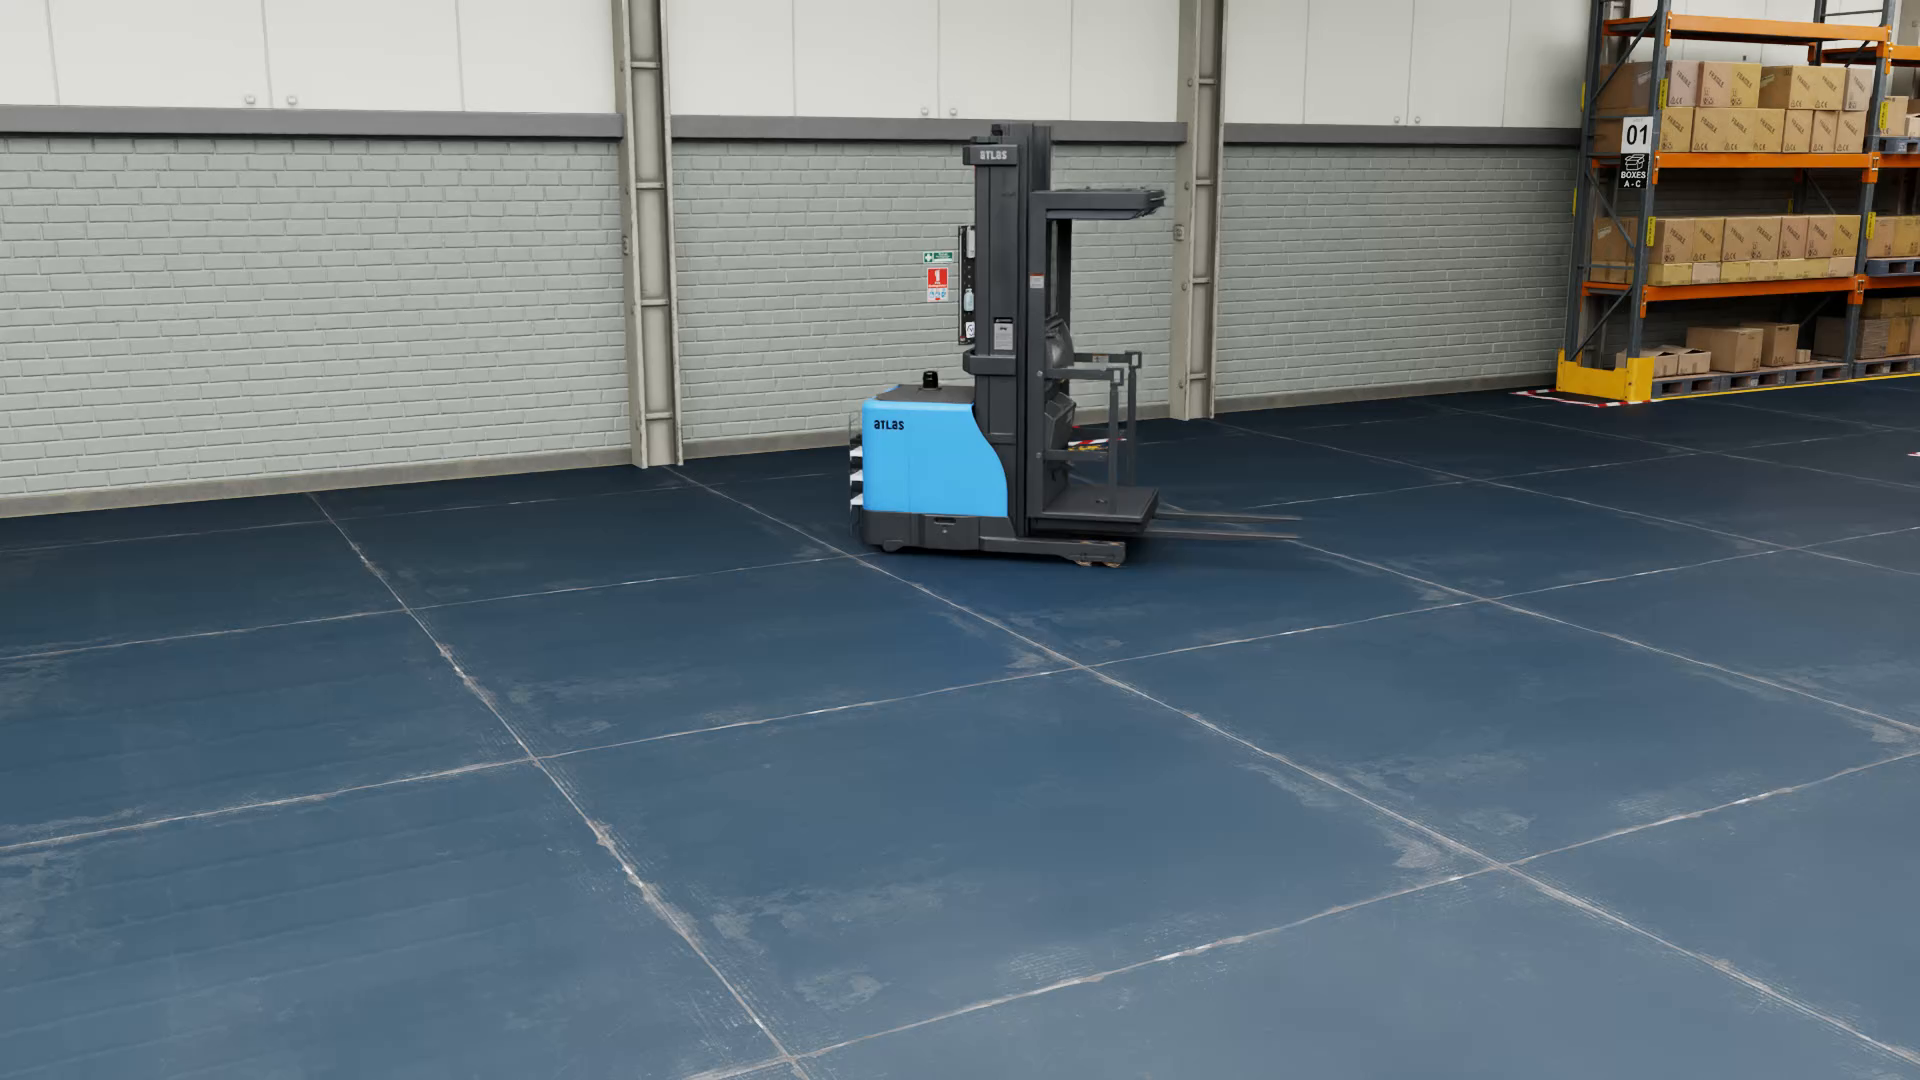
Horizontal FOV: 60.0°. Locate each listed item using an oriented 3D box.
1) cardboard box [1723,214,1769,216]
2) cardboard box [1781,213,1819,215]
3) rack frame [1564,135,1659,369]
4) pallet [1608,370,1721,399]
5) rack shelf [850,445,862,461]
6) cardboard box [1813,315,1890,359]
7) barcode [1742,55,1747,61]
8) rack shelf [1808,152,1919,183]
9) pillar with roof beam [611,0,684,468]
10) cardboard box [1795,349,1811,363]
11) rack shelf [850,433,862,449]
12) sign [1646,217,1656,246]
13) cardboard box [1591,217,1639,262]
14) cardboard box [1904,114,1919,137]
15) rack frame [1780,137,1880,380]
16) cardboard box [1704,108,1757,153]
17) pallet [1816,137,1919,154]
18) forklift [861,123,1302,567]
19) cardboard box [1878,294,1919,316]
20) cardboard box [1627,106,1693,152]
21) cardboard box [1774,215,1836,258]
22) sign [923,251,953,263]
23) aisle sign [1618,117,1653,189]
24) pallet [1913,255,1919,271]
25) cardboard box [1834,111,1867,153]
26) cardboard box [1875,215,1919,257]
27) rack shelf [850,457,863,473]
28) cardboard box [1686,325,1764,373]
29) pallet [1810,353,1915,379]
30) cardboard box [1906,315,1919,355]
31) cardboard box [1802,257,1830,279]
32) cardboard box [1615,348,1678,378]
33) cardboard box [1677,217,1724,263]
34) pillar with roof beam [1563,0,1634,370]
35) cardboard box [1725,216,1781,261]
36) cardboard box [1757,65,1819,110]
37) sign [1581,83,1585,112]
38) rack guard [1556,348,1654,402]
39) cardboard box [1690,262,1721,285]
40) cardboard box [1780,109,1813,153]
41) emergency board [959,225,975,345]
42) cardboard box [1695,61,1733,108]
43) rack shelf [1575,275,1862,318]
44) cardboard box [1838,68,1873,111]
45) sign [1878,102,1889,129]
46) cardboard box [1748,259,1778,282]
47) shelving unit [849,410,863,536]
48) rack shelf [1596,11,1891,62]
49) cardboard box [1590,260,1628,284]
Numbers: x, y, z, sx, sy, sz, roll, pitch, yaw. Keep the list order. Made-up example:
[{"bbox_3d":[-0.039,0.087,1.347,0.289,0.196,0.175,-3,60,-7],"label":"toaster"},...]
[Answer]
[{"bbox_3d":[9.671,-3.789,20.703,0.500,0.500,0.500,-6,14,-26],"label":"cardboard box"},{"bbox_3d":[10.567,-3.894,21.170,0.500,0.500,0.500,-7,15,-29],"label":"cardboard box"},{"bbox_3d":[7.568,-3.180,19.409,0.127,3.000,1.000,-7,14,-28],"label":"rack frame"},{"bbox_3d":[8.365,-1.907,20.100,1.213,0.211,1.003,-7,14,-28],"label":"pallet"},{"bbox_3d":[-0.677,-0.634,12.208,0.200,0.077,0.258,3,13,12],"label":"rack shelf"},{"bbox_3d":[11.717,-2.677,21.863,0.500,0.500,0.700,-6,14,-26],"label":"cardboard box"},{"bbox_3d":[9.653,-5.928,20.459,0.075,0.075,0.001,-7,14,-28],"label":"barcode"},{"bbox_3d":[12.835,-4.924,21.963,4.000,0.370,1.077,-7,14,-28],"label":"rack shelf"},{"bbox_3d":[-0.702,-4.255,10.522,0.400,9.000,9.100,-7,14,-28],"label":"pillar with roof beam"},{"bbox_3d":[10.624,-2.371,21.266,0.250,0.166,0.380,-9,16,-35],"label":"cardboard box"},{"bbox_3d":[-0.677,-0.722,12.188,0.200,0.077,0.258,3,13,12],"label":"rack shelf"},{"bbox_3d":[7.828,-3.498,18.849,0.005,0.325,0.100,-7,14,-28],"label":"sign"},{"bbox_3d":[7.880,-3.573,19.743,0.500,0.500,0.500,-7,14,-28],"label":"cardboard box"},{"bbox_3d":[12.138,-5.333,21.388,0.500,0.311,0.500,-6,14,-26],"label":"cardboard box"},{"bbox_3d":[11.079,-3.601,21.279,0.127,3.000,1.000,-7,14,-28],"label":"rack frame"},{"bbox_3d":[8.924,-4.794,19.475,0.500,0.500,0.500,-6,14,-25],"label":"cardboard box"},{"bbox_3d":[11.672,-5.017,21.167,1.003,0.211,1.213,-7,14,-28],"label":"pallet"},{"bbox_3d":[0.877,-1.372,11.531,3.031,2.935,1.130,3,13,13],"label":"forklift"},{"bbox_3d":[12.557,-3.145,22.236,0.500,0.250,0.500,-7,15,-29],"label":"cardboard box"},{"bbox_3d":[7.982,-4.689,19.009,0.500,0.500,0.500,-6,14,-26],"label":"cardboard box"},{"bbox_3d":[10.377,-3.741,20.487,0.500,0.500,0.500,-7,14,-28],"label":"cardboard box"},{"bbox_3d":[-0.212,-2.773,16.312,0.331,0.109,0.001,-7,14,-28],"label":"sign"},{"bbox_3d":[7.649,-4.383,18.833,0.004,0.787,0.394,-7,14,-28],"label":"aisle sign"},{"bbox_3d":[12.872,-3.712,22.209,1.213,0.211,1.003,-7,14,-28],"label":"pallet"},{"bbox_3d":[10.752,-5.022,20.487,0.500,0.500,0.500,-6,14,-26],"label":"cardboard box"},{"bbox_3d":[12.036,-3.969,21.683,0.500,0.500,0.700,-5,14,-22],"label":"cardboard box"},{"bbox_3d":[-0.677,-0.546,12.228,0.200,0.077,0.258,3,13,12],"label":"rack shelf"},{"bbox_3d":[9.387,-2.358,20.448,0.500,0.500,0.700,-8,15,-31],"label":"cardboard box"},{"bbox_3d":[11.762,-2.323,21.950,1.213,0.211,1.003,-7,14,-28],"label":"pallet"},{"bbox_3d":[12.614,-2.787,22.352,0.500,0.500,0.700,-7,14,-27],"label":"cardboard box"},{"bbox_3d":[10.367,-3.379,20.586,0.500,0.250,0.500,-7,14,-28],"label":"cardboard box"},{"bbox_3d":[8.219,-2.139,19.902,0.500,0.311,0.500,-9,15,-34],"label":"cardboard box"},{"bbox_3d":[8.570,-3.525,19.529,0.500,0.500,0.500,-7,14,-28],"label":"cardboard box"},{"bbox_3d":[9.831,-5.518,16.132,0.400,9.000,9.100,-7,14,-28],"label":"pillar with roof beam"},{"bbox_3d":[9.474,-3.635,20.017,0.500,0.500,0.500,-6,14,-26],"label":"cardboard box"},{"bbox_3d":[9.840,-5.389,19.842,0.500,0.500,0.500,-7,15,-30],"label":"cardboard box"},{"bbox_3d":[7.320,-5.185,19.467,0.005,0.325,0.100,-7,14,-28],"label":"sign"},{"bbox_3d":[7.635,-1.969,19.719,0.348,0.500,1.175,-7,14,-28],"label":"rack guard"},{"bbox_3d":[8.598,-3.164,19.634,0.500,0.250,0.500,-7,15,-30],"label":"cardboard box"},{"bbox_3d":[9.836,-4.906,19.972,0.500,0.500,0.500,-7,15,-30],"label":"cardboard box"},{"bbox_3d":[0.315,-2.537,16.550,0.643,1.169,0.194,-7,14,-28],"label":"emergency board"},{"bbox_3d":[8.487,-5.227,19.120,0.500,0.500,0.500,-7,14,-29],"label":"cardboard box"},{"bbox_3d":[9.324,-3.040,20.423,4.000,0.370,1.077,-7,14,-28],"label":"rack shelf"},{"bbox_3d":[10.769,-5.506,20.360,0.500,0.500,0.500,-8,15,-33],"label":"cardboard box"},{"bbox_3d":[11.346,-5.213,20.432,0.005,0.325,0.100,-7,14,-28],"label":"sign"},{"bbox_3d":[9.492,-3.270,20.102,0.500,0.250,0.500,-7,14,-27],"label":"cardboard box"},{"bbox_3d":[-0.677,-0.491,12.240,0.210,0.900,0.258,3,13,12],"label":"shelving unit"},{"bbox_3d":[9.324,-5.965,19.765,4.000,0.370,1.077,-7,14,-28],"label":"rack shelf"},{"bbox_3d":[7.886,-3.203,19.808,0.500,0.250,0.500,-7,14,-27],"label":"cardboard box"}]
